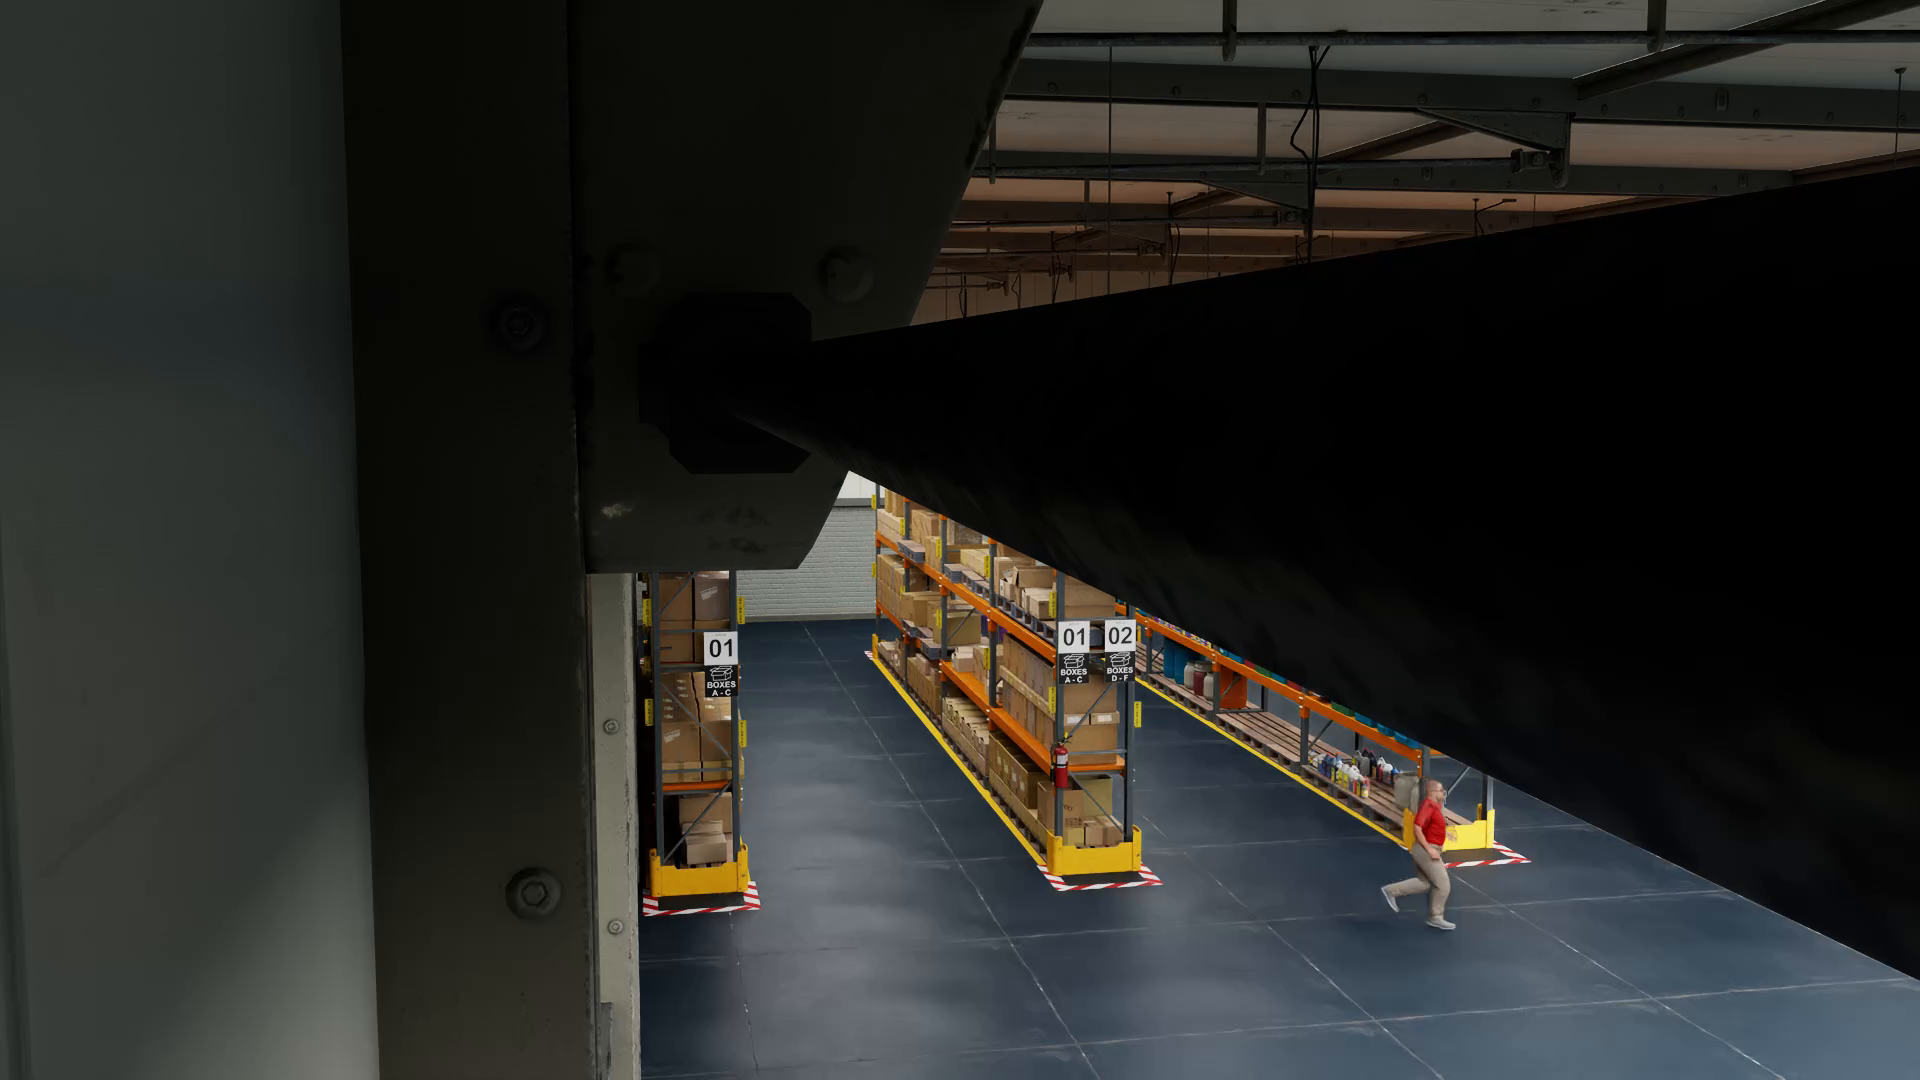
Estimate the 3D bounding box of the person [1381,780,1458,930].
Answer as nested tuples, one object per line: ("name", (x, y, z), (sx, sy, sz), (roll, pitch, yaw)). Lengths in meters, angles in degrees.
("person", (5.232, 3.563, 18.896), (0.848, 1.704, 0.648), (1, 6, 12))
